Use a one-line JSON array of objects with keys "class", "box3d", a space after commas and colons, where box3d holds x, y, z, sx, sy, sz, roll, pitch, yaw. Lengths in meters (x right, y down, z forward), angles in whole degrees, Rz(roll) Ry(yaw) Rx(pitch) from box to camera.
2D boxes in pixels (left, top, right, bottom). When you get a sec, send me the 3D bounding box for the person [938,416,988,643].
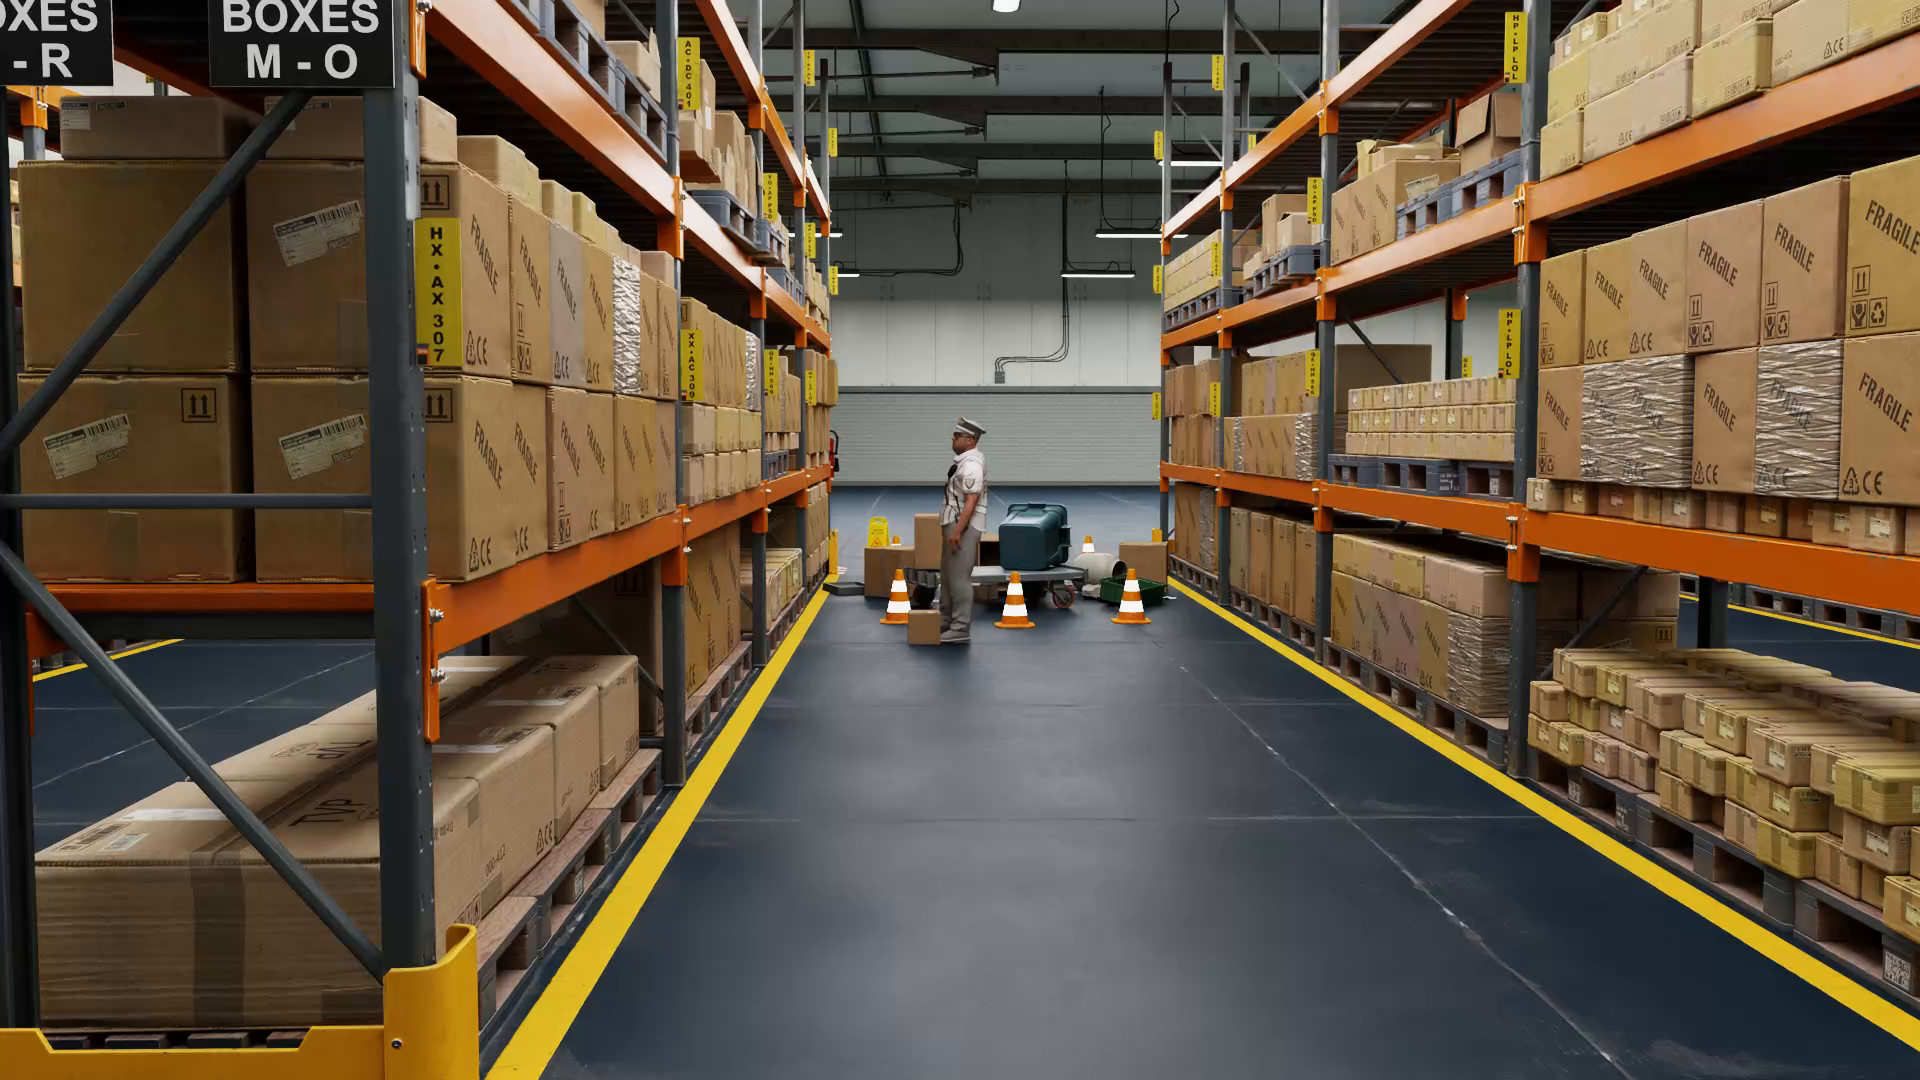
[{"class": "person", "box3d": [-0.069, -0.085, 13.121, 0.575, 1.781, 0.640, 0, 4, -1]}]
